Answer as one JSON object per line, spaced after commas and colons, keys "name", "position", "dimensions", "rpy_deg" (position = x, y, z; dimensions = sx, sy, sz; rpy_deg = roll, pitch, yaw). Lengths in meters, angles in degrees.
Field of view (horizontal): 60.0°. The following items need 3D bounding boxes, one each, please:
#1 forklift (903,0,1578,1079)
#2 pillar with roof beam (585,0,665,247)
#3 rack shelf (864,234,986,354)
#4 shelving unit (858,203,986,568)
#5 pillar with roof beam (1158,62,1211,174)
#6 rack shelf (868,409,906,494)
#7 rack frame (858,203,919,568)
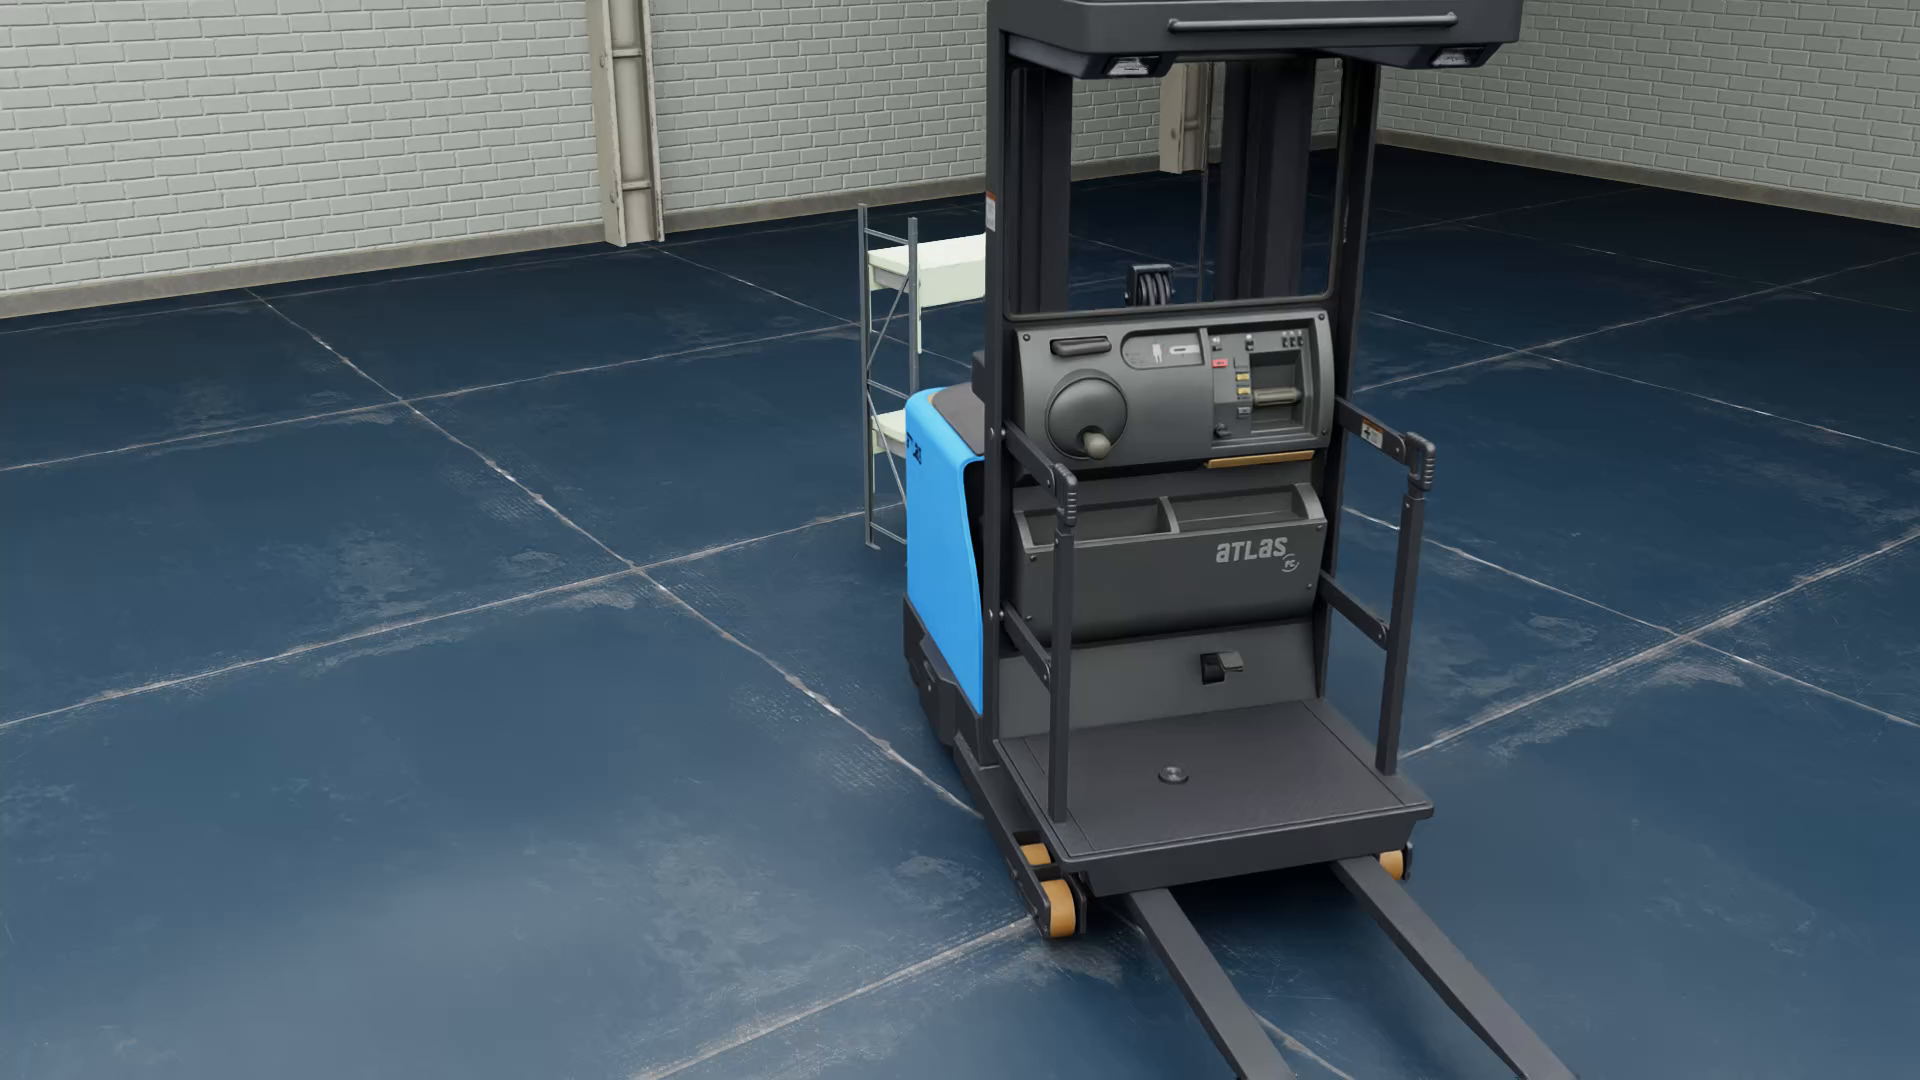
{"name": "forklift", "position": [0.671, -0.412, 4.475], "dimensions": [1.130, 2.935, 3.031], "rpy_deg": [-6, 22, -14]}
{"name": "pillar with roof beam", "position": [-0.122, -5.311, 8.565], "dimensions": [0.400, 9.000, 9.100], "rpy_deg": [-15, 26, -33]}
{"name": "rack shelf", "position": [0.005, -1.061, 6.977], "dimensions": [0.720, 0.370, 0.431], "rpy_deg": [-15, 26, -33]}
{"name": "shelving unit", "position": [0.005, -0.698, 7.122], "dimensions": [0.755, 1.500, 0.431], "rpy_deg": [-15, 26, -33]}
{"name": "pillar with roof beam", "position": [4.748, -6.610, 11.819], "dimensions": [0.400, 9.000, 9.100], "rpy_deg": [-15, 26, -33]}
{"name": "rack shelf", "position": [0.005, -0.395, 7.243], "dimensions": [0.720, 0.370, 0.431], "rpy_deg": [-15, 26, -33]}
{"name": "rack frame", "position": [-0.292, -0.619, 6.924], "dimensions": [0.023, 1.500, 0.400], "rpy_deg": [-15, 26, -33]}
